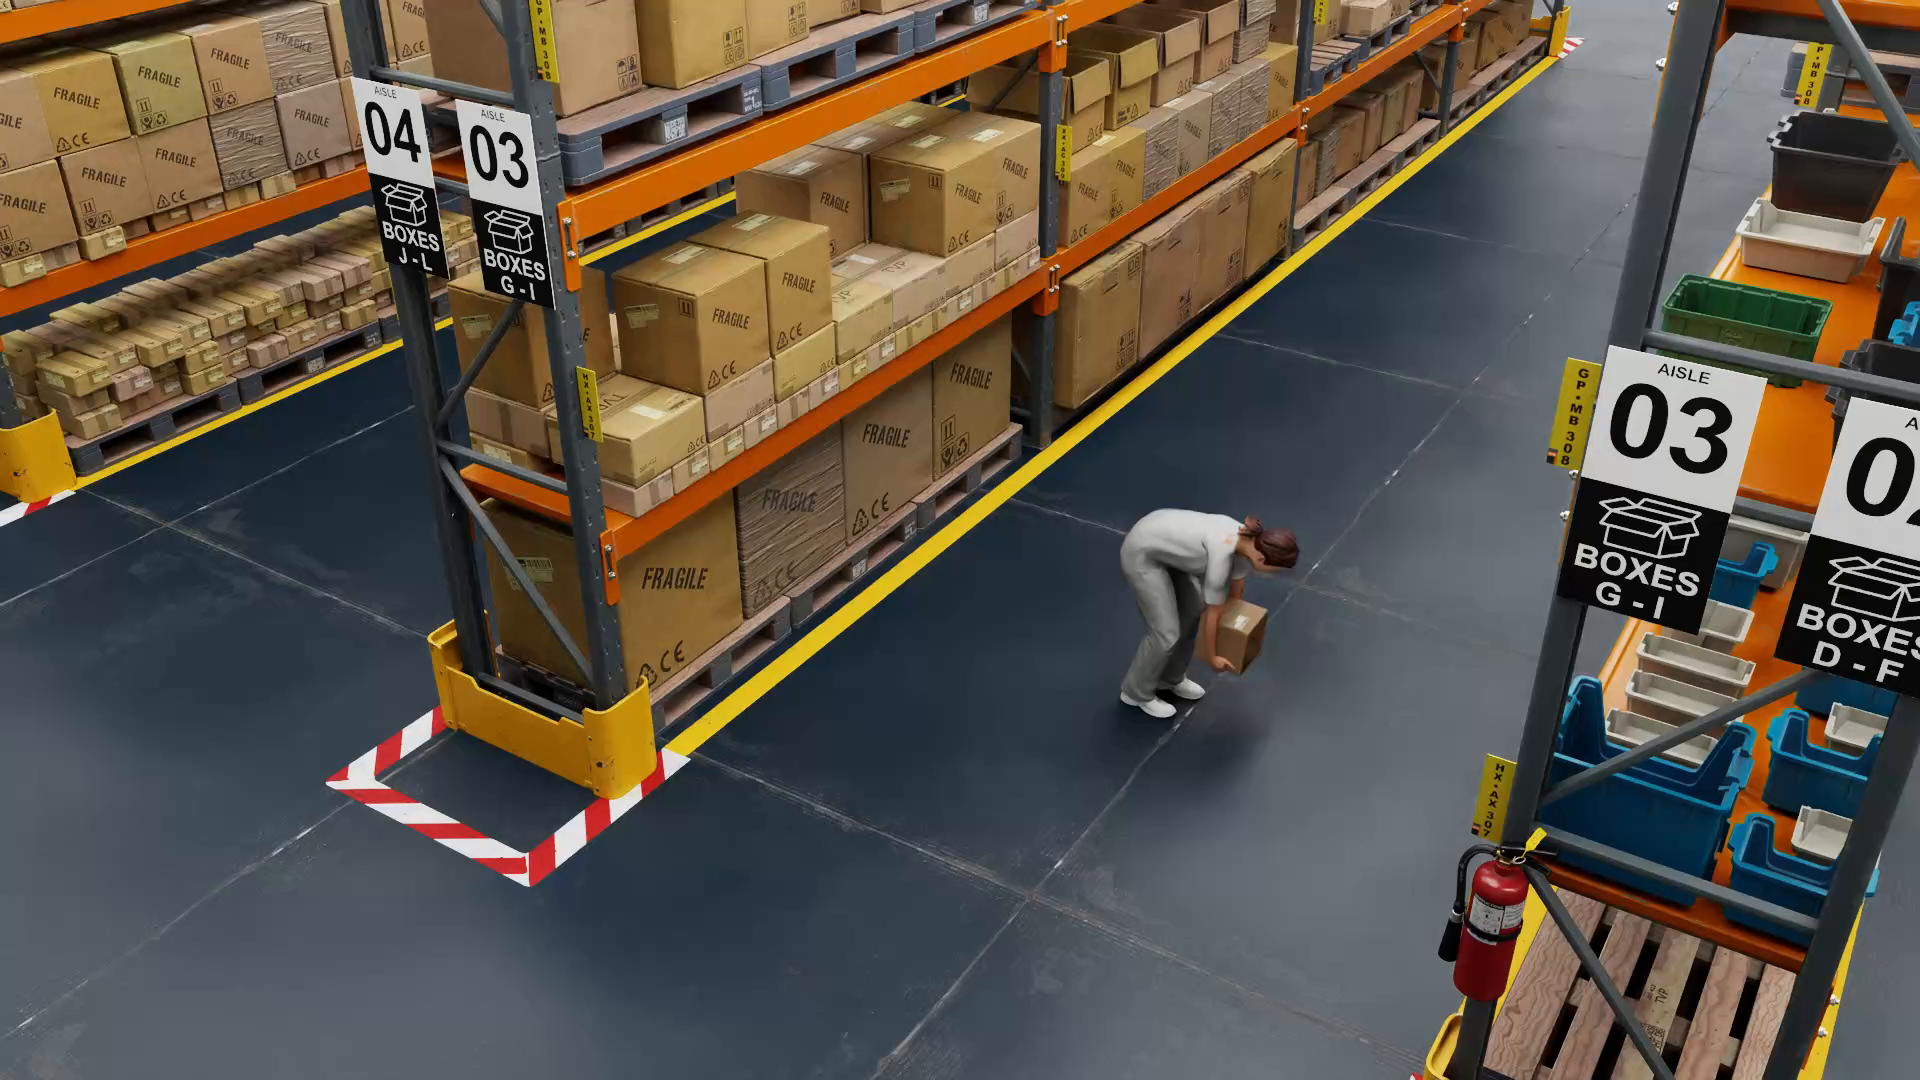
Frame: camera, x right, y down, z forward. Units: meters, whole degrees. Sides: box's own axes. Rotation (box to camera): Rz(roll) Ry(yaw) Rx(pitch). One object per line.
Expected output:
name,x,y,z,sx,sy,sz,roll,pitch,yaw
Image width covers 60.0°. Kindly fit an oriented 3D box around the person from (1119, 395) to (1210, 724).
person,1.020,0.071,8.065,0.416,1.671,0.508,16,34,25
